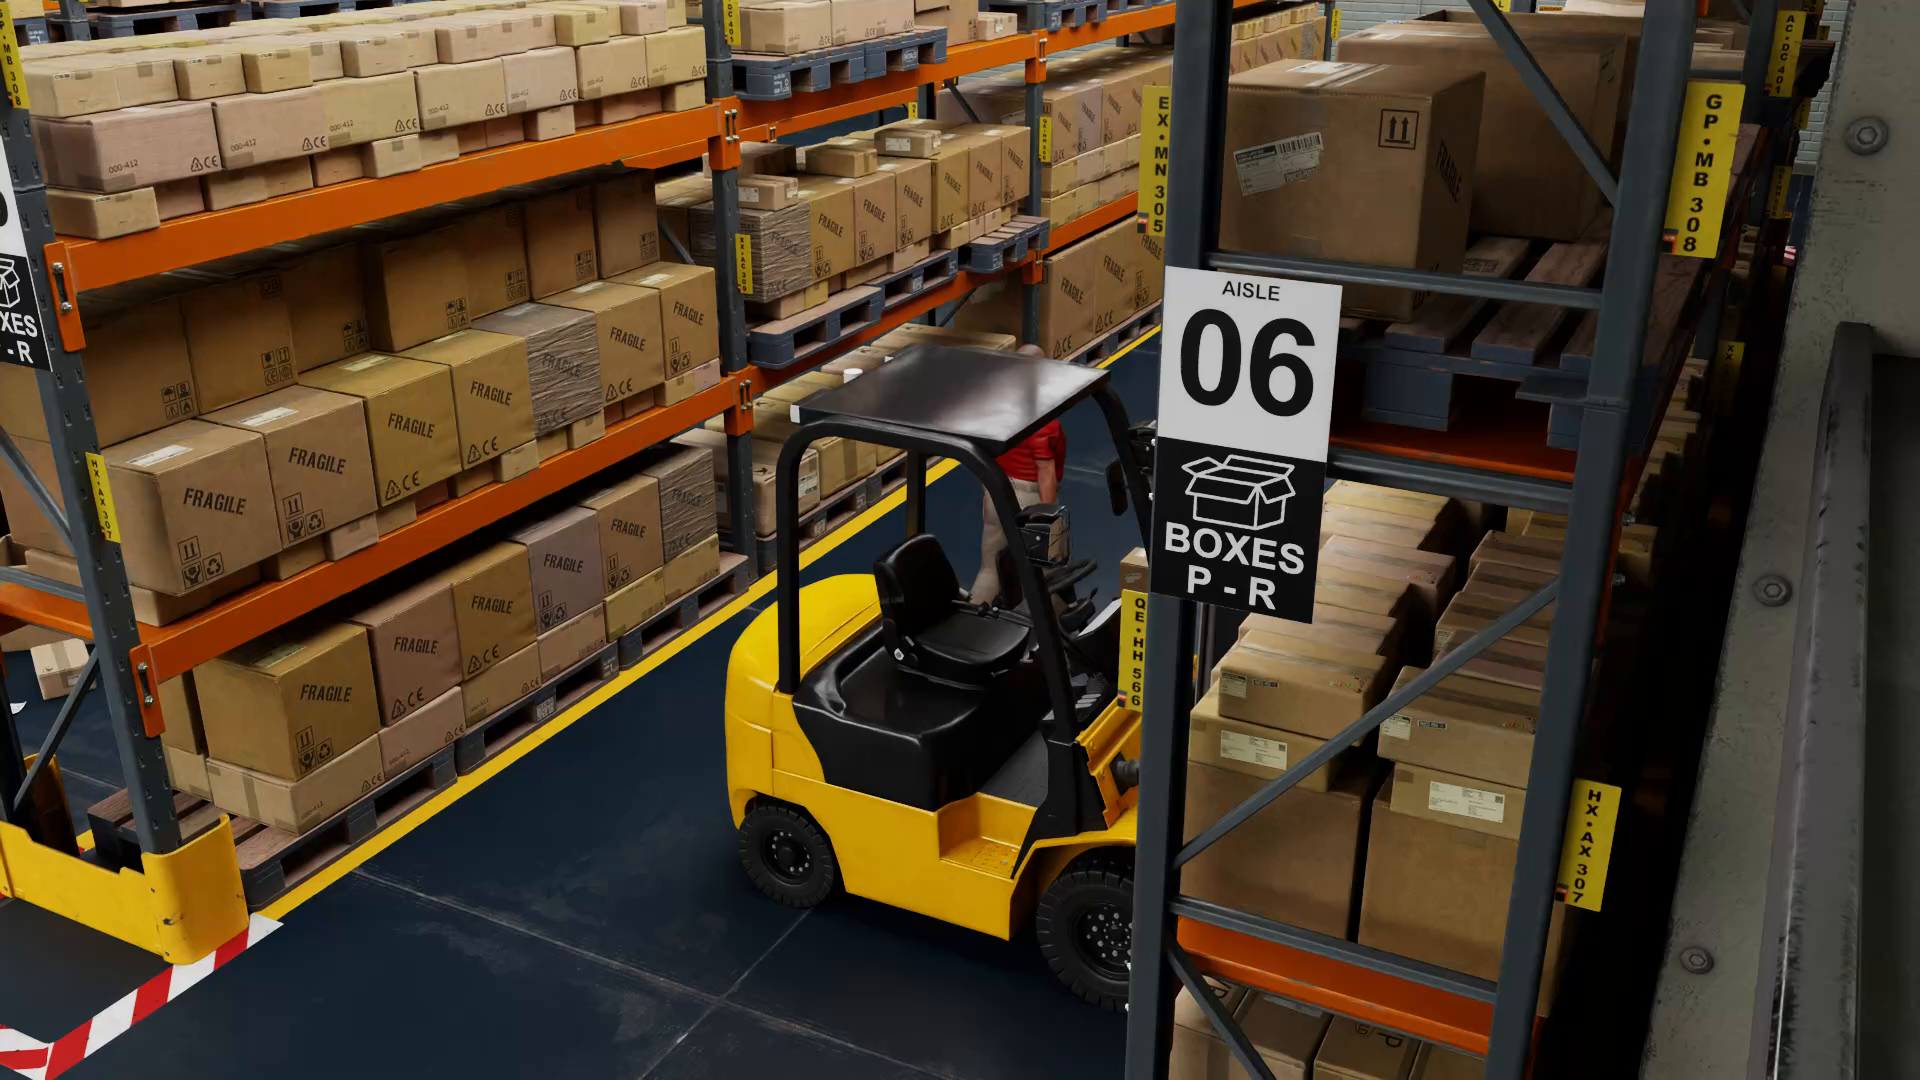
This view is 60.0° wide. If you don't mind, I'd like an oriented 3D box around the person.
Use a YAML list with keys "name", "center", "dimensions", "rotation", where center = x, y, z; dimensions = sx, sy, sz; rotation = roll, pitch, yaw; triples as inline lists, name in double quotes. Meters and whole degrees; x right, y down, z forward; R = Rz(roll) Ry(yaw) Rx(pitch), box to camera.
- name: "person"
  center: [0.349, -0.161, 8.693]
  dimensions: [0.722, 1.735, 0.639]
  rotation: [-18, 29, -37]
